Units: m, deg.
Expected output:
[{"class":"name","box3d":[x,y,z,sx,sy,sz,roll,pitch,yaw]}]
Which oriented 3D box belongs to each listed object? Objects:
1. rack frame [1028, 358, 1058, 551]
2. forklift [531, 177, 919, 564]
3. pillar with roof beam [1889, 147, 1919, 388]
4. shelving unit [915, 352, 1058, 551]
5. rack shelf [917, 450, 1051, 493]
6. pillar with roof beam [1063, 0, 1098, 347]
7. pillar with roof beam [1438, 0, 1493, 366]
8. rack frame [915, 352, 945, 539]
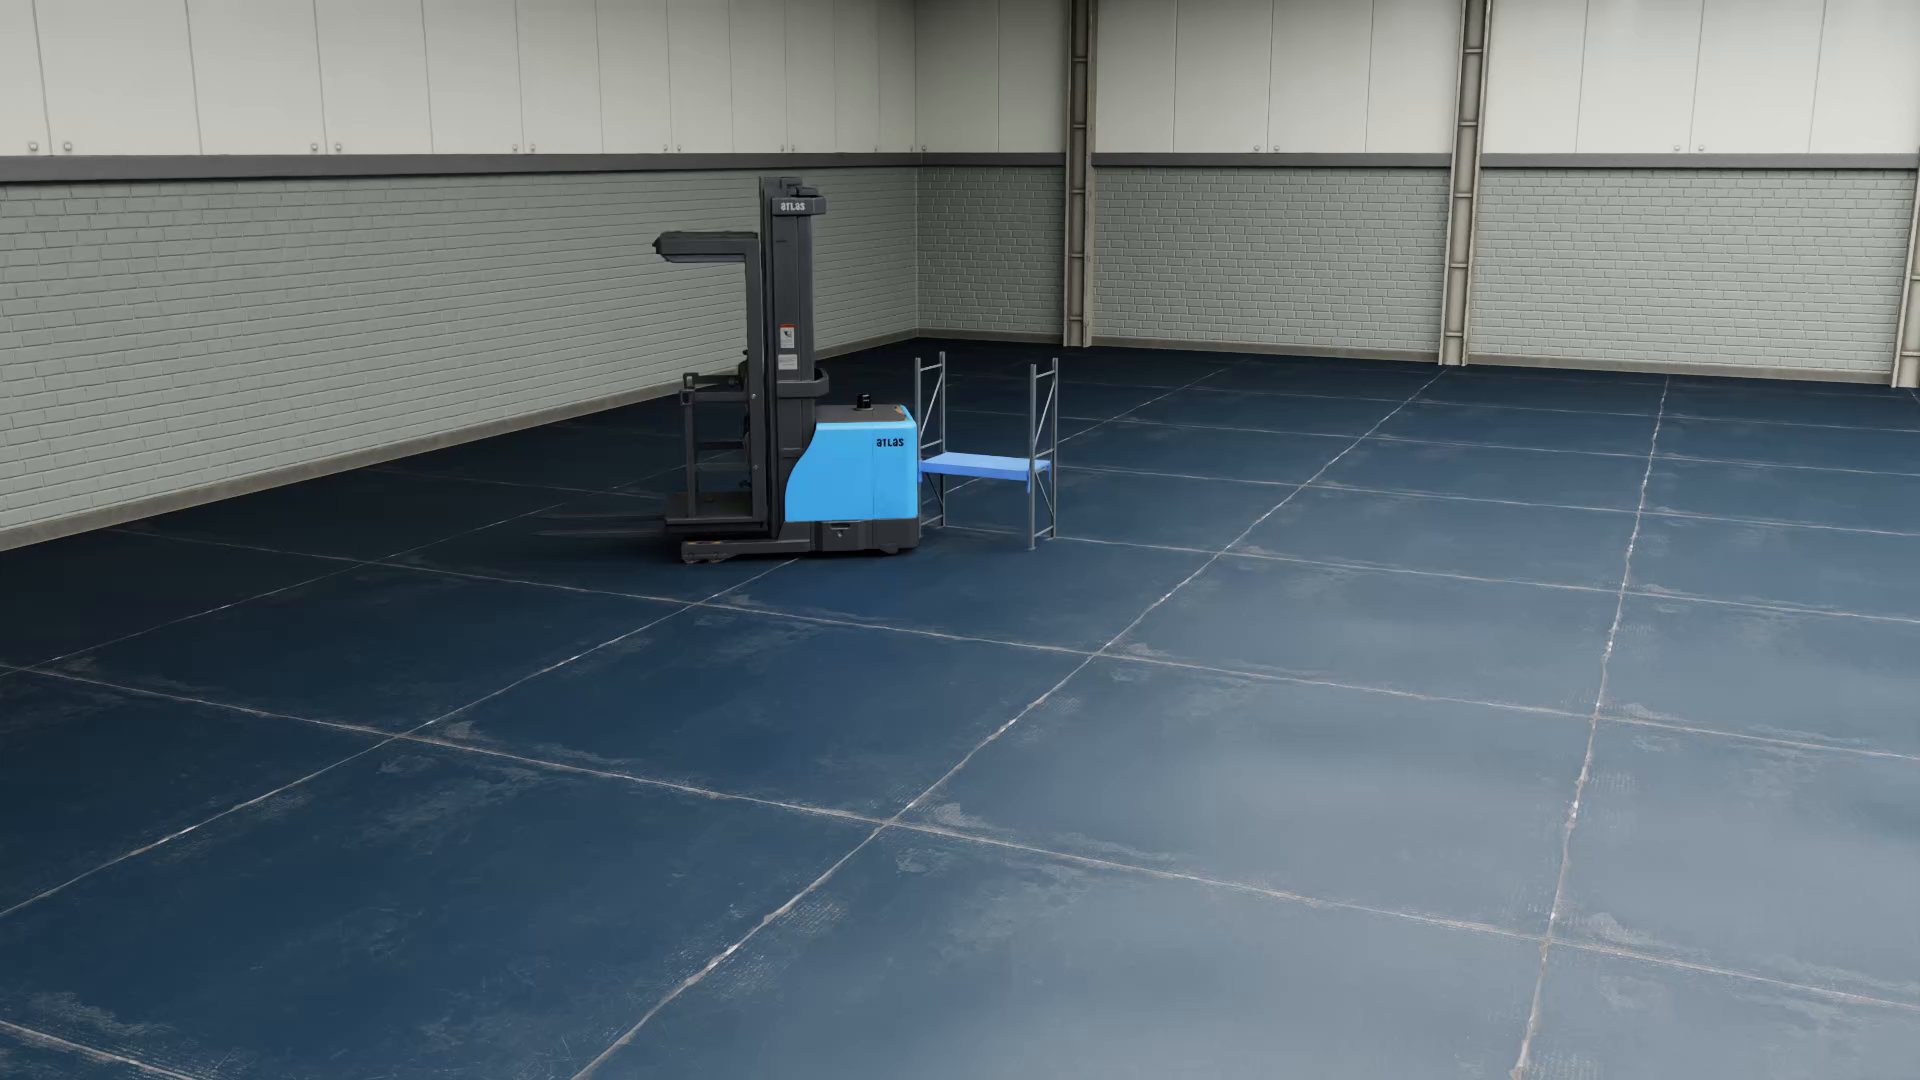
[{"class":"rack frame","box3d":[0.672,-0.693,13.426,0.032,1.500,0.500,6,15,25]},{"class":"forklift","box3d":[-1.881,-1.371,13.183,3.031,2.935,1.130,-2,13,-7]},{"class":"pillar with roof beam","box3d":[11.166,-5.575,17.816,0.400,9.000,9.100,6,14,23]},{"class":"shelving unit","box3d":[0.213,-0.743,13.638,1.048,1.500,0.538,6,15,25]},{"class":"rack shelf","box3d":[0.213,-0.568,13.680,1.000,0.185,0.538,6,15,25]},{"class":"pillar with roof beam","box3d":[0.194,-6.686,22.548,0.400,9.000,9.100,6,14,23]},{"class":"pillar with roof beam","box3d":[5.680,-6.130,20.182,0.400,9.000,9.100,6,14,23]},{"class":"rack frame","box3d":[-0.246,-0.793,13.851,0.032,1.500,0.500,6,15,25]}]
